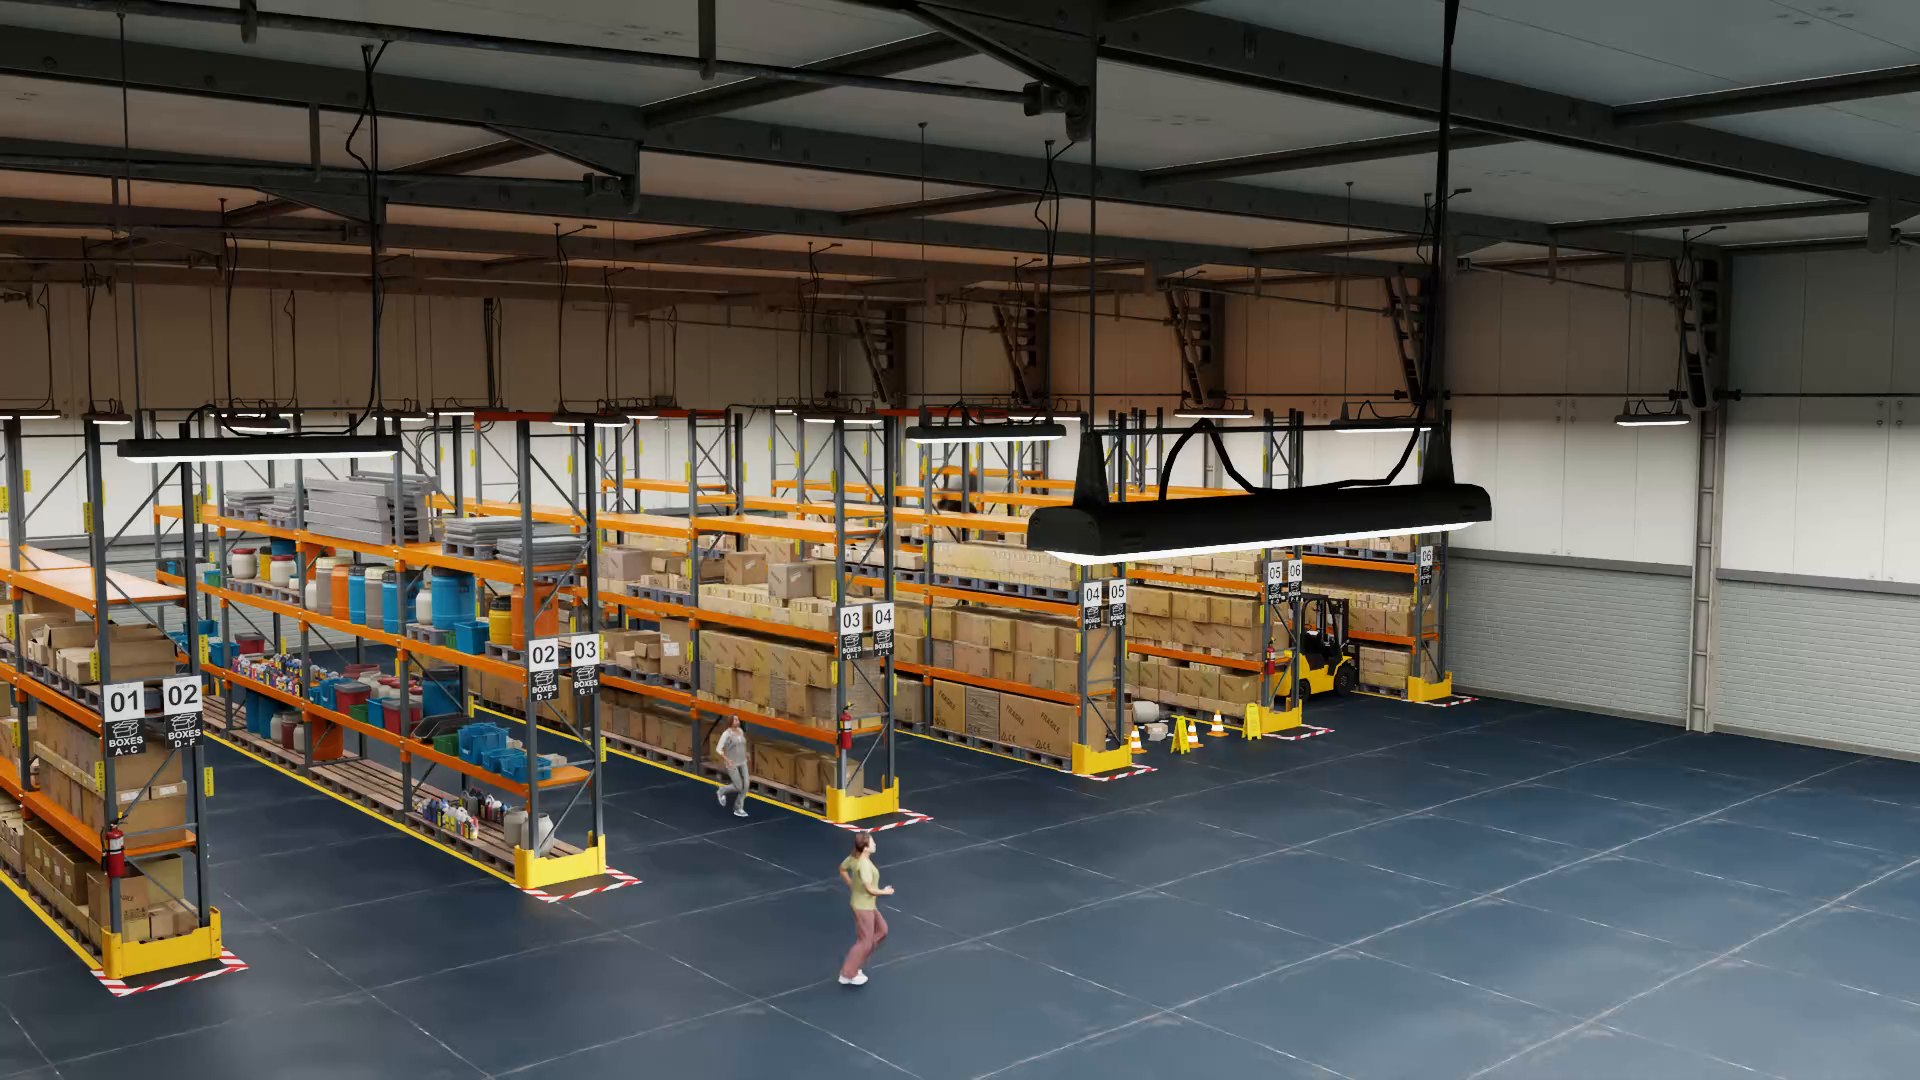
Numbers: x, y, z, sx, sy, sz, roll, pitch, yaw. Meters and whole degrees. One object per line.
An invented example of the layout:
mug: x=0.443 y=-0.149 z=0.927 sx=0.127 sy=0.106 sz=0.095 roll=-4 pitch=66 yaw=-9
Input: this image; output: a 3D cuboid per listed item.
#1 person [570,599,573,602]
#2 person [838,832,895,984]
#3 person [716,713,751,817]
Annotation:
person: x=-9.297 y=1.998 z=40.068 sx=0.650 sy=1.652 sz=0.502 roll=2 pitch=5 yaw=23
person: x=-1.011 y=3.935 z=17.834 sx=0.609 sy=1.643 sz=0.596 roll=-1 pitch=5 yaw=-15
person: x=-3.388 y=3.366 z=24.969 sx=0.560 sy=1.542 sz=0.527 roll=4 pitch=7 yaw=41
